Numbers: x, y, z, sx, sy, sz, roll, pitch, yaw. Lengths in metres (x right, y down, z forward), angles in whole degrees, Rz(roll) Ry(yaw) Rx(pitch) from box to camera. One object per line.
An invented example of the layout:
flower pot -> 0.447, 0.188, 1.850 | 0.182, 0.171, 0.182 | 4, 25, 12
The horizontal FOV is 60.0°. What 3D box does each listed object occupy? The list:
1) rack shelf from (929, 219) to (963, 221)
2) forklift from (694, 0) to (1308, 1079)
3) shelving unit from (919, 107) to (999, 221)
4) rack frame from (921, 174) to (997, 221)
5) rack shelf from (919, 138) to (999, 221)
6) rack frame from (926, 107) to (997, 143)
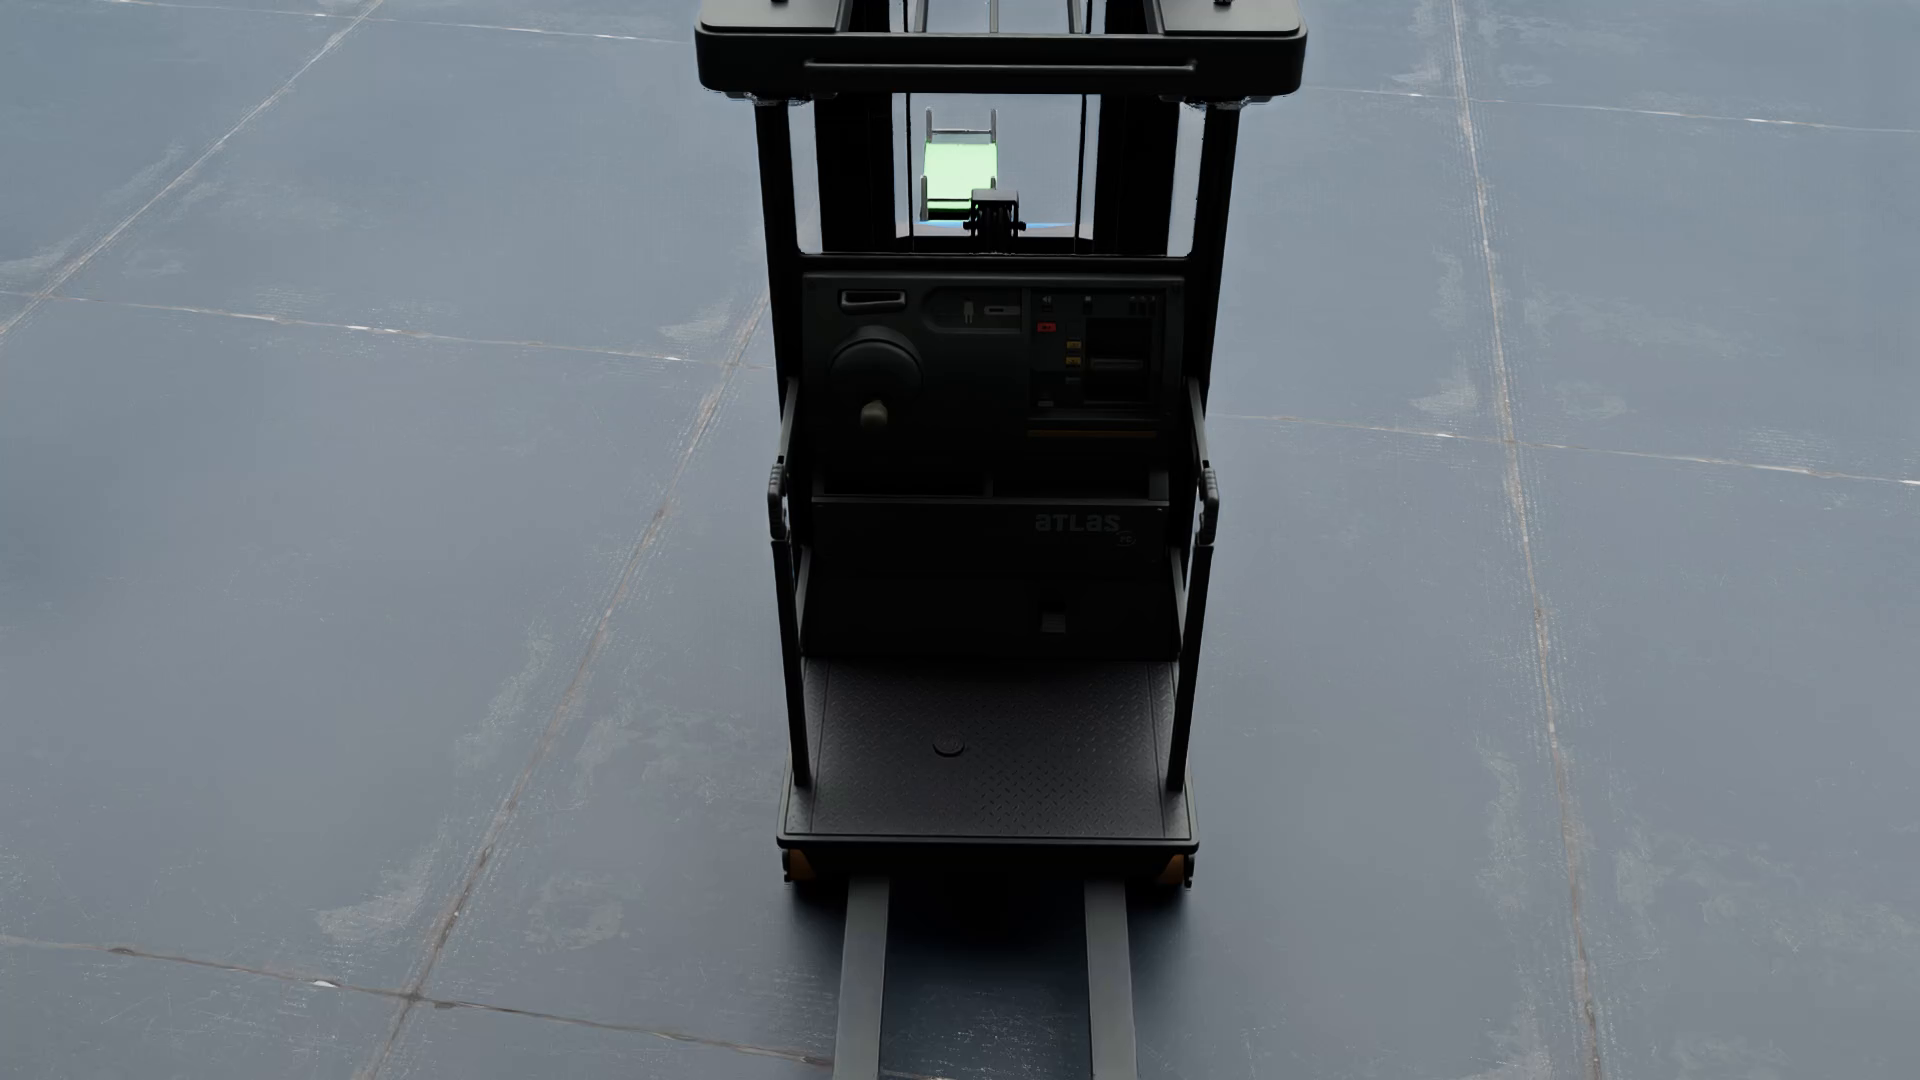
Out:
rack shelf -> 0.001, -0.983, 5.720 | 0.258, 0.148, 0.480 | 1, 40, 1
forklift -> 0.079, -0.383, 3.913 | 1.130, 2.935, 3.031 | 1, 40, 1
shelving unit -> 0.001, -0.847, 5.833 | 0.258, 1.200, 0.503 | 1, 40, 1
rack frame -> -0.003, -0.691, 5.645 | 0.240, 1.200, 0.015 | 1, 40, 1
rack shelf -> 0.001, -1.168, 5.568 | 0.258, 0.148, 0.480 | 1, 40, 1
rack frame -> 0.005, -1.002, 6.021 | 0.240, 1.200, 0.015 | 1, 40, 1
